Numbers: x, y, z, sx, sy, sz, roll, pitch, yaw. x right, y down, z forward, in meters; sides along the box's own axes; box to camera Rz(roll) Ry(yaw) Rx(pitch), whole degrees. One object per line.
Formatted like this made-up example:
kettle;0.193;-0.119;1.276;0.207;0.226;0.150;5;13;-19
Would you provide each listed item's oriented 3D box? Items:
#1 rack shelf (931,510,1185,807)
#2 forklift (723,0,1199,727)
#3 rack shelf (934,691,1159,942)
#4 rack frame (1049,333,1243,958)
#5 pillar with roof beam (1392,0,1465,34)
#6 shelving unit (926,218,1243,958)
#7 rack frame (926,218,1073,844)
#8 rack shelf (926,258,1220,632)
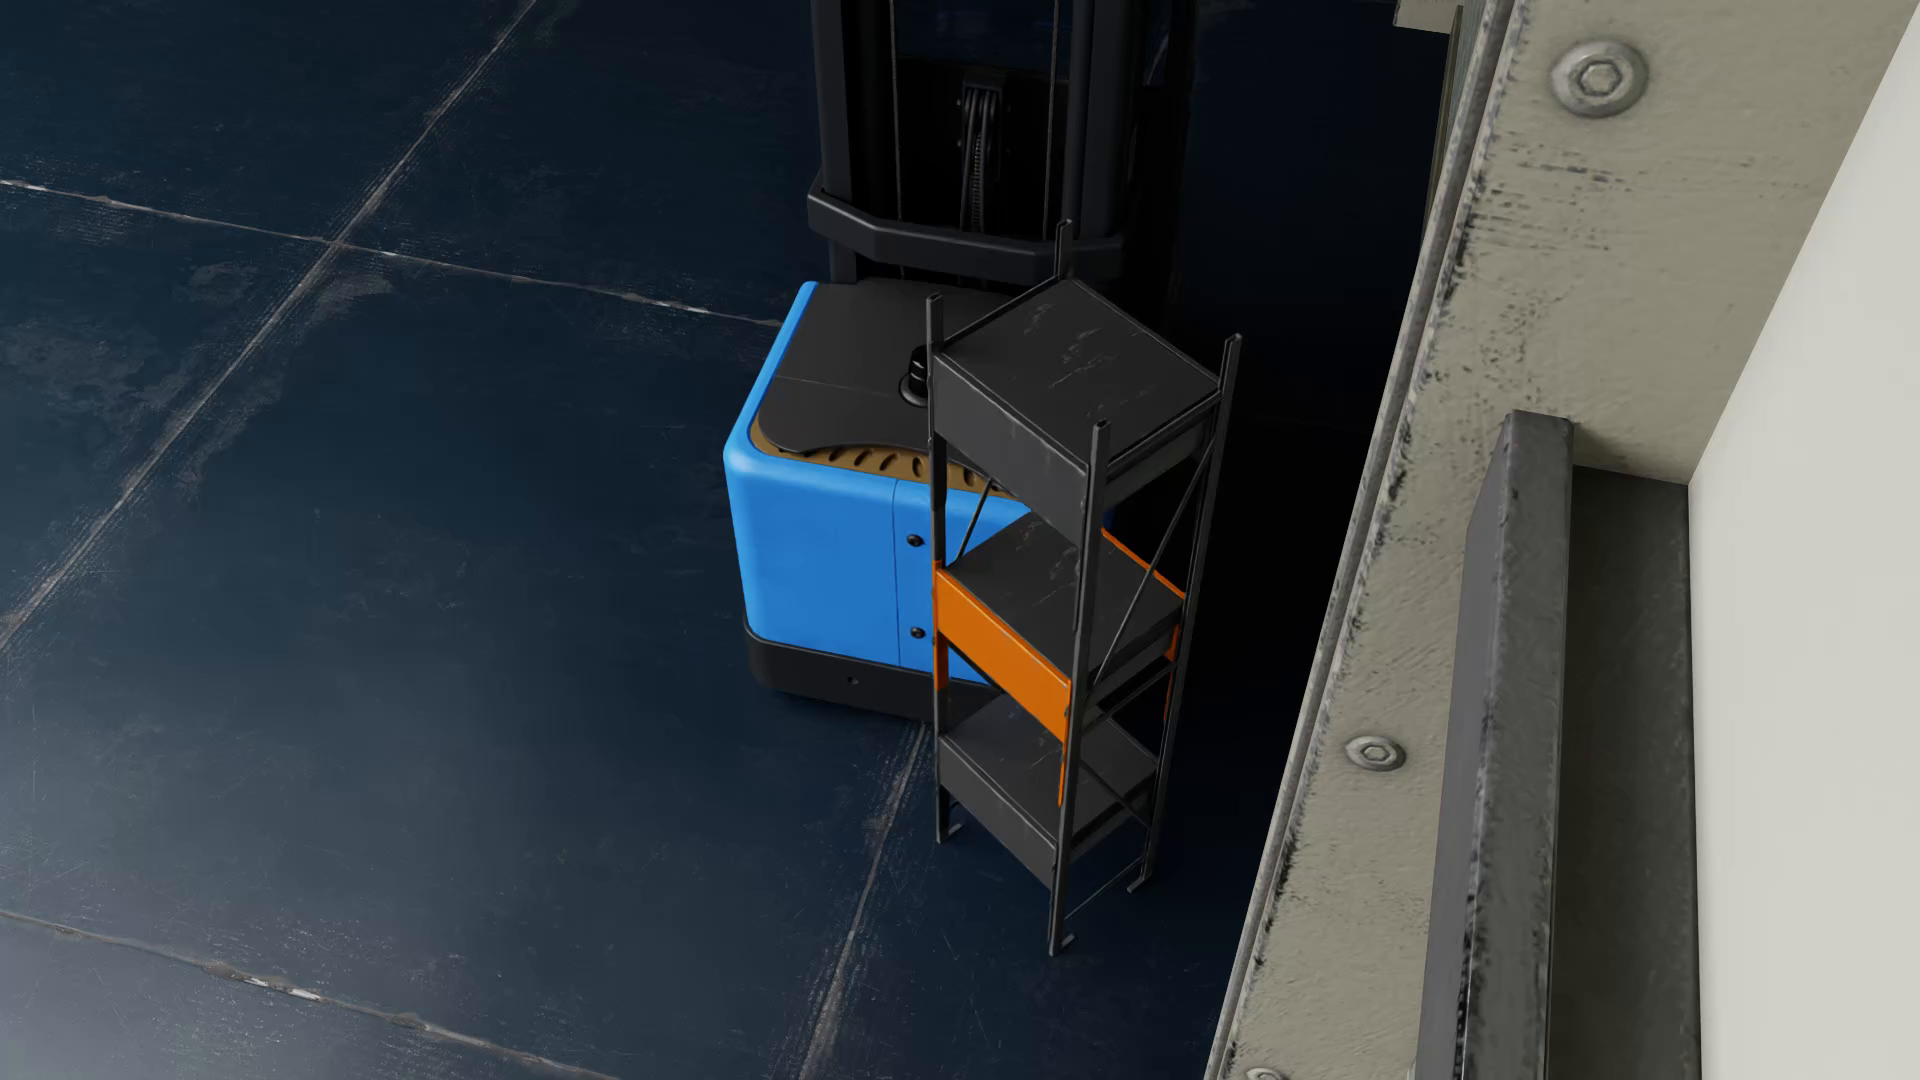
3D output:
rack shelf;0.246;0.256;4.142;0.431;0.518;0.480;-33;56;-26
forklift;0.185;-1.476;5.097;1.130;2.935;3.031;11;49;9
rack shelf;0.246;0.719;4.667;0.431;0.518;0.480;-33;56;-26
rack frame;0.407;0.384;4.010;0.400;2.100;0.015;-33;56;-26
pillar with roof beam;-1.895;-6.388;5.386;9.100;9.000;0.400;12;50;10
shelving unit;0.246;0.247;4.132;0.431;2.100;0.503;-33;56;-26
rack frame;0.086;0.109;4.253;0.400;2.100;0.015;-33;56;-26
rack shelf;0.246;-0.208;3.617;0.431;0.518;0.480;-33;56;-26
